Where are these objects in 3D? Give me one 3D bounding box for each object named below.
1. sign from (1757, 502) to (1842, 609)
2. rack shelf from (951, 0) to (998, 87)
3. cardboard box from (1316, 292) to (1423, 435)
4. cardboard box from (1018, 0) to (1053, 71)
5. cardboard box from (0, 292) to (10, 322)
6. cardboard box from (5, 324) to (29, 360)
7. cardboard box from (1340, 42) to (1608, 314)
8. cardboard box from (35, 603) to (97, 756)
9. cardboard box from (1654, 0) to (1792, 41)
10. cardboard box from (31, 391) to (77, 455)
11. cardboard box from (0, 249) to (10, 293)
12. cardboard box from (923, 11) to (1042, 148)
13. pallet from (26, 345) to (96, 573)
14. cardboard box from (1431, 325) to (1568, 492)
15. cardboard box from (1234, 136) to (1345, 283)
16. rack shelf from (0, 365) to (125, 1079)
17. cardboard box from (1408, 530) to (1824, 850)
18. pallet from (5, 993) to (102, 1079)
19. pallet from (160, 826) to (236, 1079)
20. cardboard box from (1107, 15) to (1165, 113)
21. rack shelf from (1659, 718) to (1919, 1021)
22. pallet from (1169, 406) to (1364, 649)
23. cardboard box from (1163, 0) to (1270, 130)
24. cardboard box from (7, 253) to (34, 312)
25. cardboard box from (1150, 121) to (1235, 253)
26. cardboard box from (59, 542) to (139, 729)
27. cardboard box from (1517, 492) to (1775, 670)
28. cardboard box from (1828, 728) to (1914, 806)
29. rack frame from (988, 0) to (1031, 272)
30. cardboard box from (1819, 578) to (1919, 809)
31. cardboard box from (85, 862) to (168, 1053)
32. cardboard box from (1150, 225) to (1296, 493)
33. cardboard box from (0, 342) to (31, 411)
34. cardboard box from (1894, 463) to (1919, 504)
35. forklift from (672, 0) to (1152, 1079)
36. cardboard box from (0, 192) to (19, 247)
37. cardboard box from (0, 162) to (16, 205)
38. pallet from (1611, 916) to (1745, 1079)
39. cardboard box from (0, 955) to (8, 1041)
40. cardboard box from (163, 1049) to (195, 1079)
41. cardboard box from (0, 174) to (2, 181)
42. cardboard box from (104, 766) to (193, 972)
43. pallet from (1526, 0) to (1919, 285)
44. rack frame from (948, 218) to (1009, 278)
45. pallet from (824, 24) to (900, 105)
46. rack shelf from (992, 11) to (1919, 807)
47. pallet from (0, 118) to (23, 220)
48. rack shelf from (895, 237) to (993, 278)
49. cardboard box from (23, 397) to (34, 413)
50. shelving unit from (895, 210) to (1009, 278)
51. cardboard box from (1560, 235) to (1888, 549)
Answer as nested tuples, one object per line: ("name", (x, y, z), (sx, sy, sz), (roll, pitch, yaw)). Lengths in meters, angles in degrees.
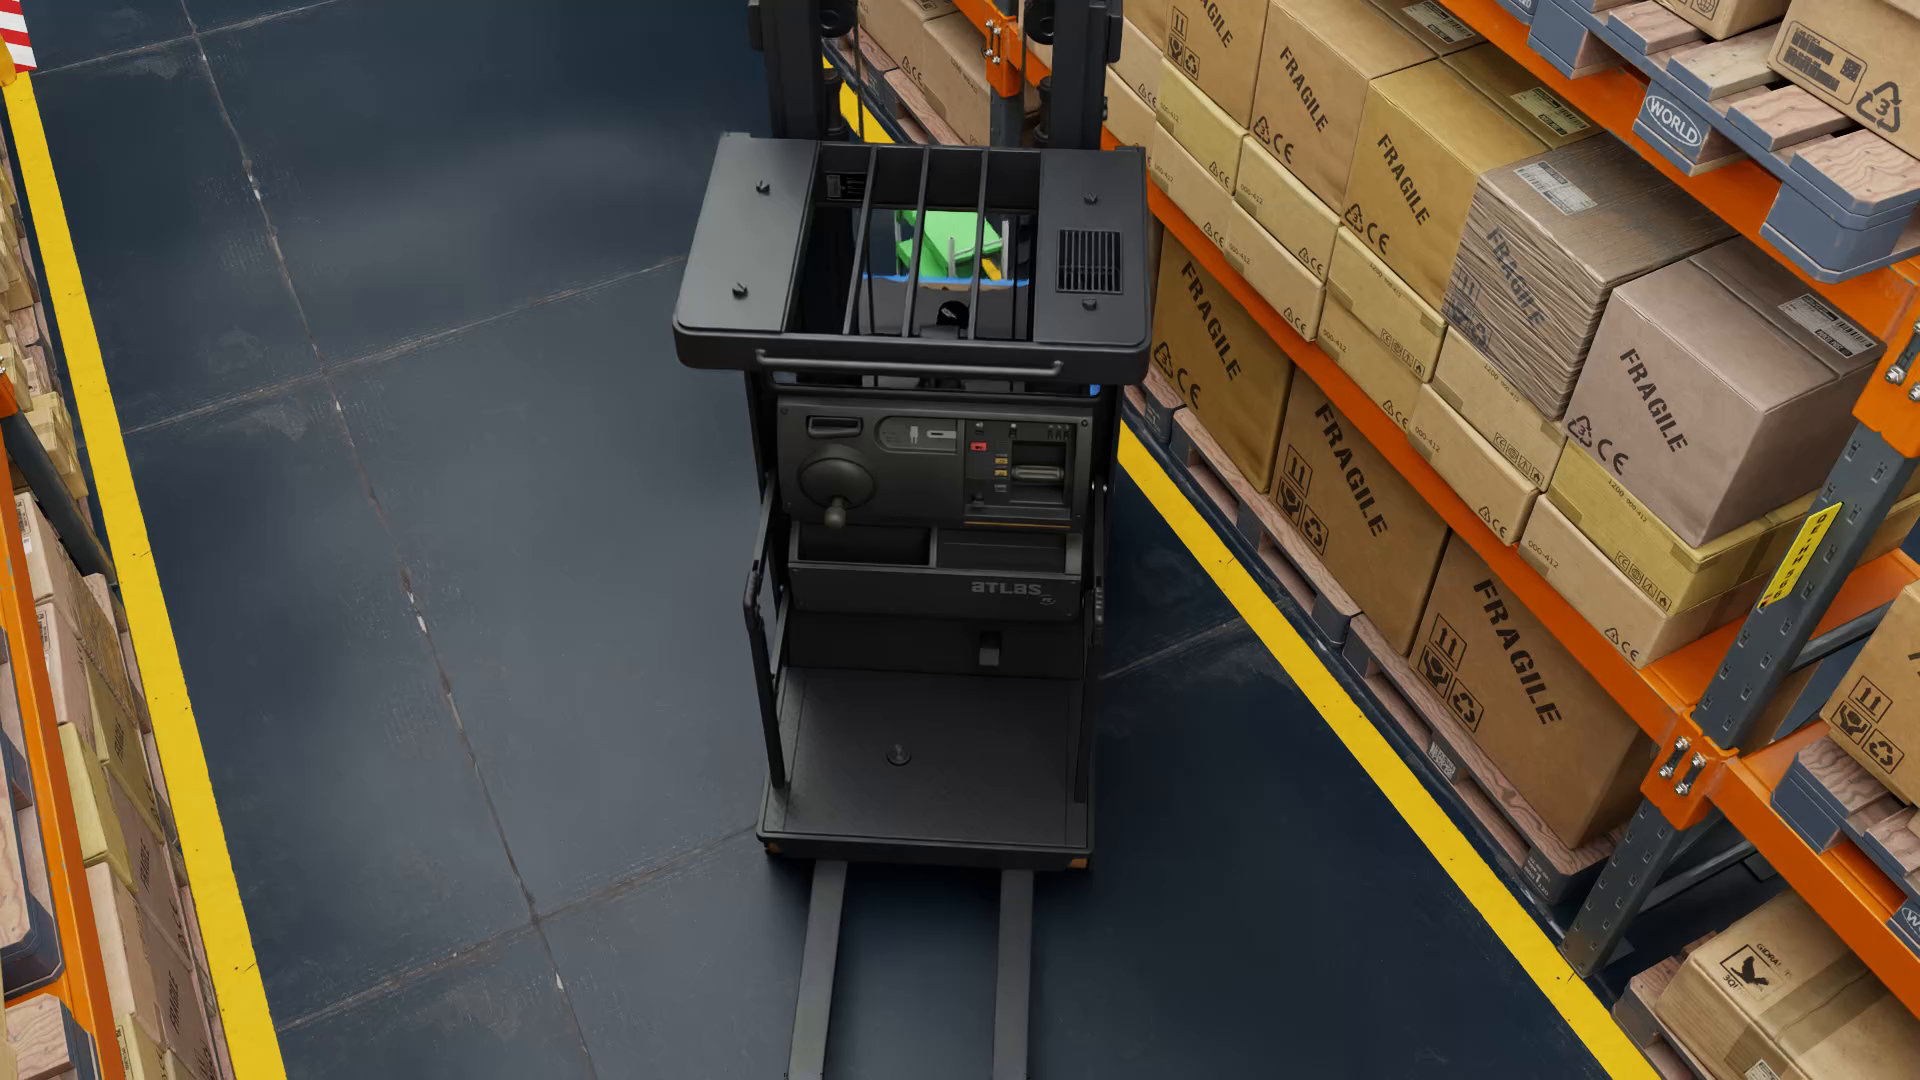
("sign", (1.939, 0.040, 3.846), (0.100, 0.325, 0.005), (-21, 52, -18))
("rack shelf", (-0.314, -3.551, 8.234), (1.077, 0.370, 4.000), (-21, 52, -18))
("cardboard box", (1.505, -0.651, 5.319), (0.500, 0.250, 0.500), (-22, 52, -18))
("cardboard box", (0.568, -2.015, 6.512), (0.500, 0.250, 0.500), (-22, 52, -18))
("cardboard box", (-4.201, -0.990, 6.933), (0.380, 0.149, 0.250), (-19, 51, -16))
("cardboard box", (-4.077, -0.710, 6.886), (0.380, 0.149, 0.250), (-22, 52, -18))
("cardboard box", (1.499, -1.066, 4.851), (0.500, 0.500, 0.500), (-21, 52, -17))
("cardboard box", (-2.965, 0.521, 5.078), (0.500, 0.250, 0.500), (-19, 51, -16))
("cardboard box", (1.809, -1.528, 3.648), (0.700, 0.500, 0.500), (-24, 53, -19))
("cardboard box", (-3.757, -0.409, 6.623), (0.380, 0.149, 0.250), (-20, 52, -16))
("cardboard box", (-4.144, -1.097, 6.829), (0.380, 0.149, 0.250), (-20, 52, -17))
("cardboard box", (0.409, -2.202, 7.999), (0.875, 0.438, 0.875), (-22, 52, -18))
("pallet", (-4.093, -0.196, 6.674), (1.003, 0.211, 1.213), (-21, 52, -18))
("cardboard box", (1.746, -0.466, 4.825), (0.500, 0.250, 0.500), (-22, 53, -18))
("cardboard box", (1.256, -1.149, 5.423), (0.500, 0.250, 0.500), (-23, 53, -19))
("rack shelf", (-2.839, 0.898, 4.342), (1.077, 0.370, 4.000), (-21, 52, -18))
("cardboard box", (2.189, 0.298, 5.522), (0.875, 0.875, 0.875), (-22, 52, -18))
("pallet", (-2.345, 1.623, 3.358), (1.213, 0.211, 1.003), (-21, 52, -18))
("pallet", (-2.834, 1.579, 5.121), (1.003, 0.211, 1.213), (-21, 52, -18))
("cardboard box", (0.815, -1.834, 6.021), (0.500, 0.250, 0.500), (-20, 52, -17))
("rack shelf", (3.346, 1.803, 3.551), (1.077, 0.370, 4.000), (-21, 52, -18))
("pallet", (1.583, -0.224, 6.698), (1.003, 0.211, 1.213), (-21, 52, -18))
("cardboard box", (1.031, -1.751, 5.450), (0.500, 0.500, 0.500), (-22, 52, -18))
("cardboard box", (-4.265, -1.085, 7.214), (0.380, 0.149, 0.250), (-22, 53, -18))
("cardboard box", (1.026, -1.321, 5.904), (0.500, 0.250, 0.500), (-22, 52, -18))
("cardboard box", (-3.192, 0.416, 5.667), (0.500, 0.500, 0.500), (-22, 52, -18))
("cardboard box", (1.969, 0.028, 4.725), (0.500, 0.250, 0.500), (-23, 53, -19))
("cardboard box", (2.415, 0.454, 4.141), (0.380, 0.149, 0.250), (-24, 53, -20))
("rack frame", (0.601, -2.450, 6.792), (1.000, 3.000, 0.127), (-21, 52, -18))
("cardboard box", (2.431, 0.339, 3.810), (0.500, 0.500, 0.500), (-23, 53, -19))
("cardboard box", (-2.471, 1.218, 4.468), (0.500, 0.250, 0.500), (-21, 52, -17))
("cardboard box", (1.376, -0.899, 6.569), (0.875, 0.875, 0.875), (-20, 52, -16))
("cardboard box", (-3.801, -0.579, 6.376), (0.380, 0.149, 0.250), (-19, 51, -16))
("cardboard box", (2.419, -0.312, 4.690), (0.500, 0.250, 0.500), (-22, 52, -18))
("forklift", (-0.088, -0.113, 4.794), (1.130, 2.935, 3.031), (3, 49, 2))
("cardboard box", (-4.350, -1.355, 7.252), (0.380, 0.149, 0.250), (-21, 52, -17))
("cardboard box", (-4.609, -1.620, 7.682), (0.380, 0.149, 0.250), (-23, 53, -19))
("pallet", (2.788, 1.669, 5.043), (1.003, 0.211, 1.213), (-21, 52, -18))
("cardboard box", (-2.321, 1.036, 3.632), (0.380, 0.149, 0.250), (-19, 51, -16))
("cardboard box", (-2.254, 1.788, 4.467), (0.500, 0.500, 0.500), (-21, 52, -17))
("cardboard box", (-4.602, -1.707, 7.561), (0.380, 0.149, 0.250), (-20, 52, -17))
("cardboard box", (-2.726, 1.105, 5.065), (0.500, 0.500, 0.500), (-22, 52, -18))
("pallet", (2.089, -1.110, 3.754), (1.213, 0.211, 1.003), (-19, 51, -16))
("rack frame", (0.069, -0.737, 6.490), (0.240, 1.200, 0.015), (-20, 52, -17))
("pallet", (-0.240, -2.885, 9.026), (1.003, 0.211, 1.213), (-21, 52, -18))
("rack shelf", (1.516, -0.874, 5.892), (1.077, 0.370, 4.000), (-21, 52, -18))
("pallet", (-5.210, -1.829, 8.102), (1.003, 0.211, 1.213), (-21, 52, -18))
("rack shelf", (-0.037, -1.018, 6.502), (0.258, 0.148, 0.480), (-20, 52, -17))
("cardboard box", (-3.831, -0.466, 6.475), (0.380, 0.149, 0.250), (-21, 52, -17))
("shelving unit", (-0.037, -0.902, 6.635), (0.258, 1.200, 0.503), (-20, 52, -17))
("cardboard box", (1.962, -0.391, 4.261), (0.500, 0.500, 0.500), (-22, 53, -18))
